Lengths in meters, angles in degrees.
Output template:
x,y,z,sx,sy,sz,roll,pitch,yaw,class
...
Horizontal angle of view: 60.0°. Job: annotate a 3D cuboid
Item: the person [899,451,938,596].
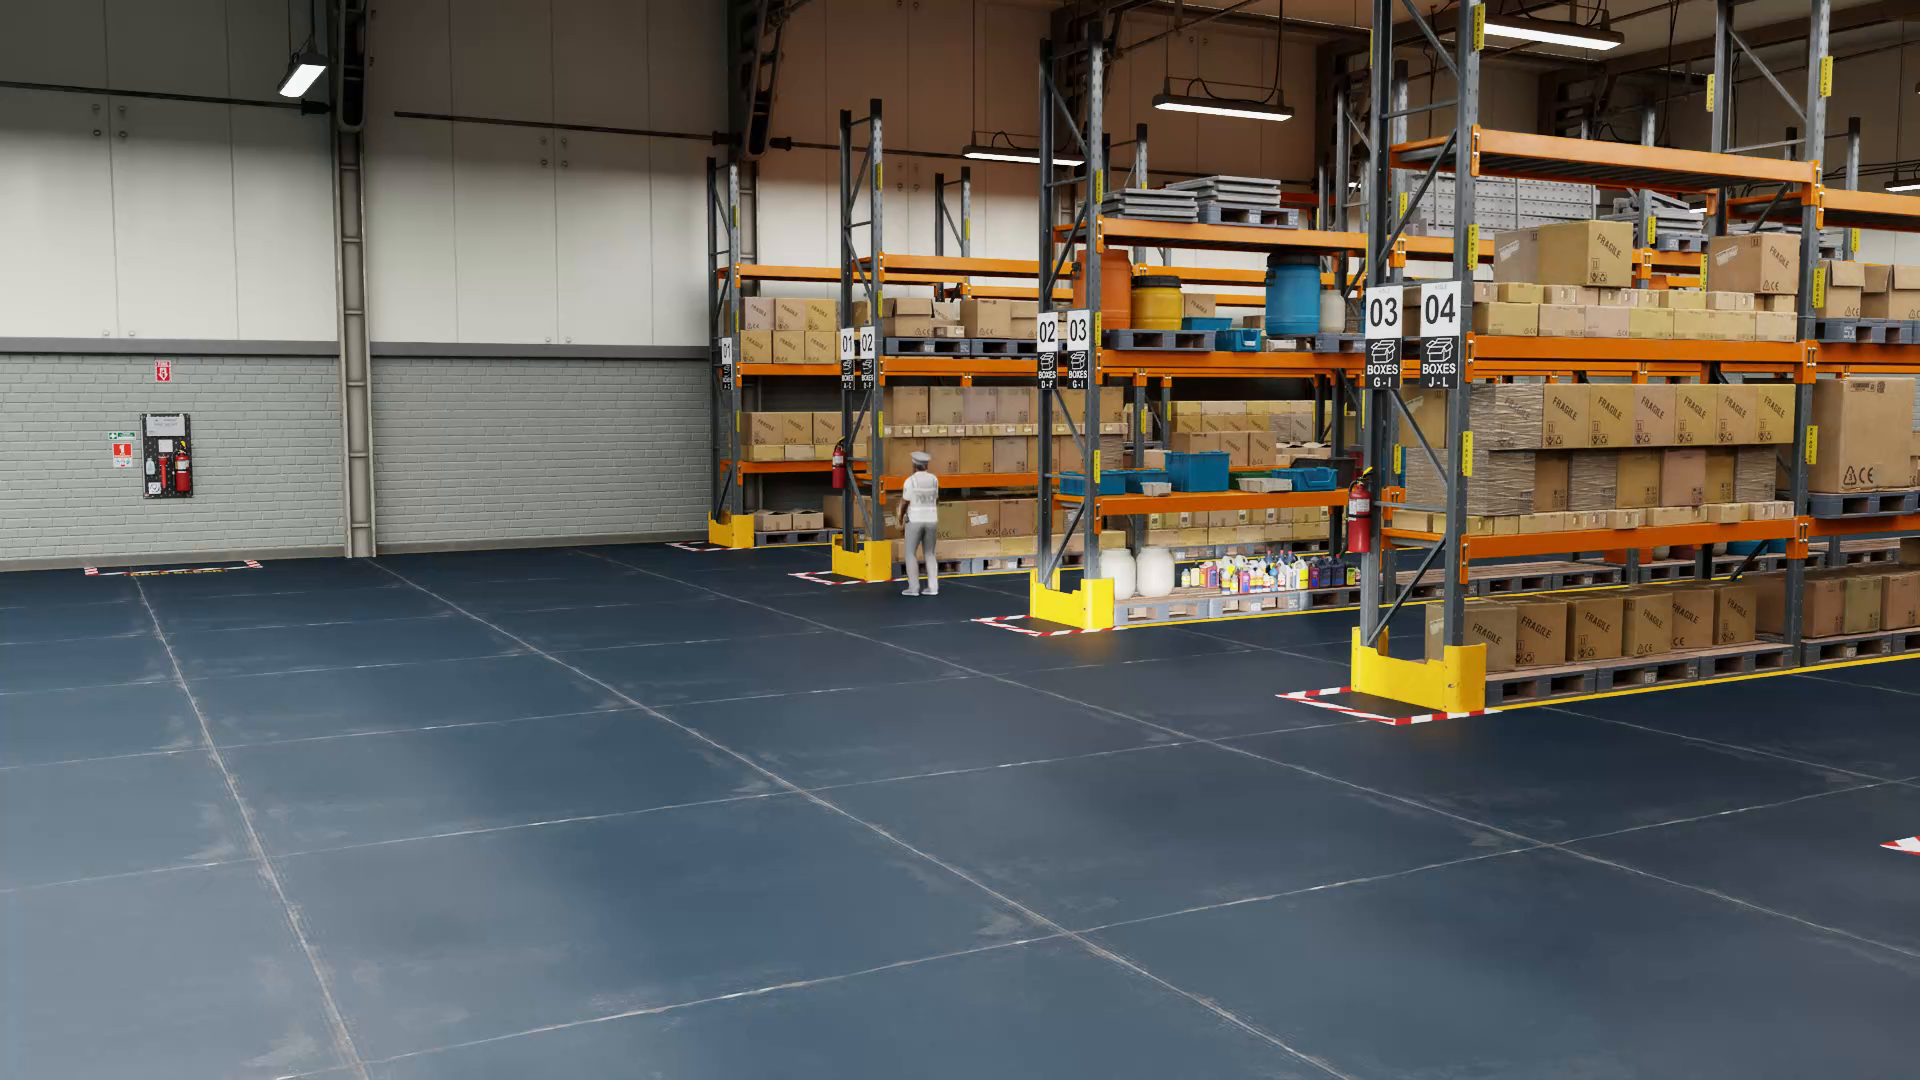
x,y,z,sx,sy,sz,roll,pitch,yaw,class
-0.492,-0.196,19.520,0.473,1.690,0.478,-3,6,-29,person
